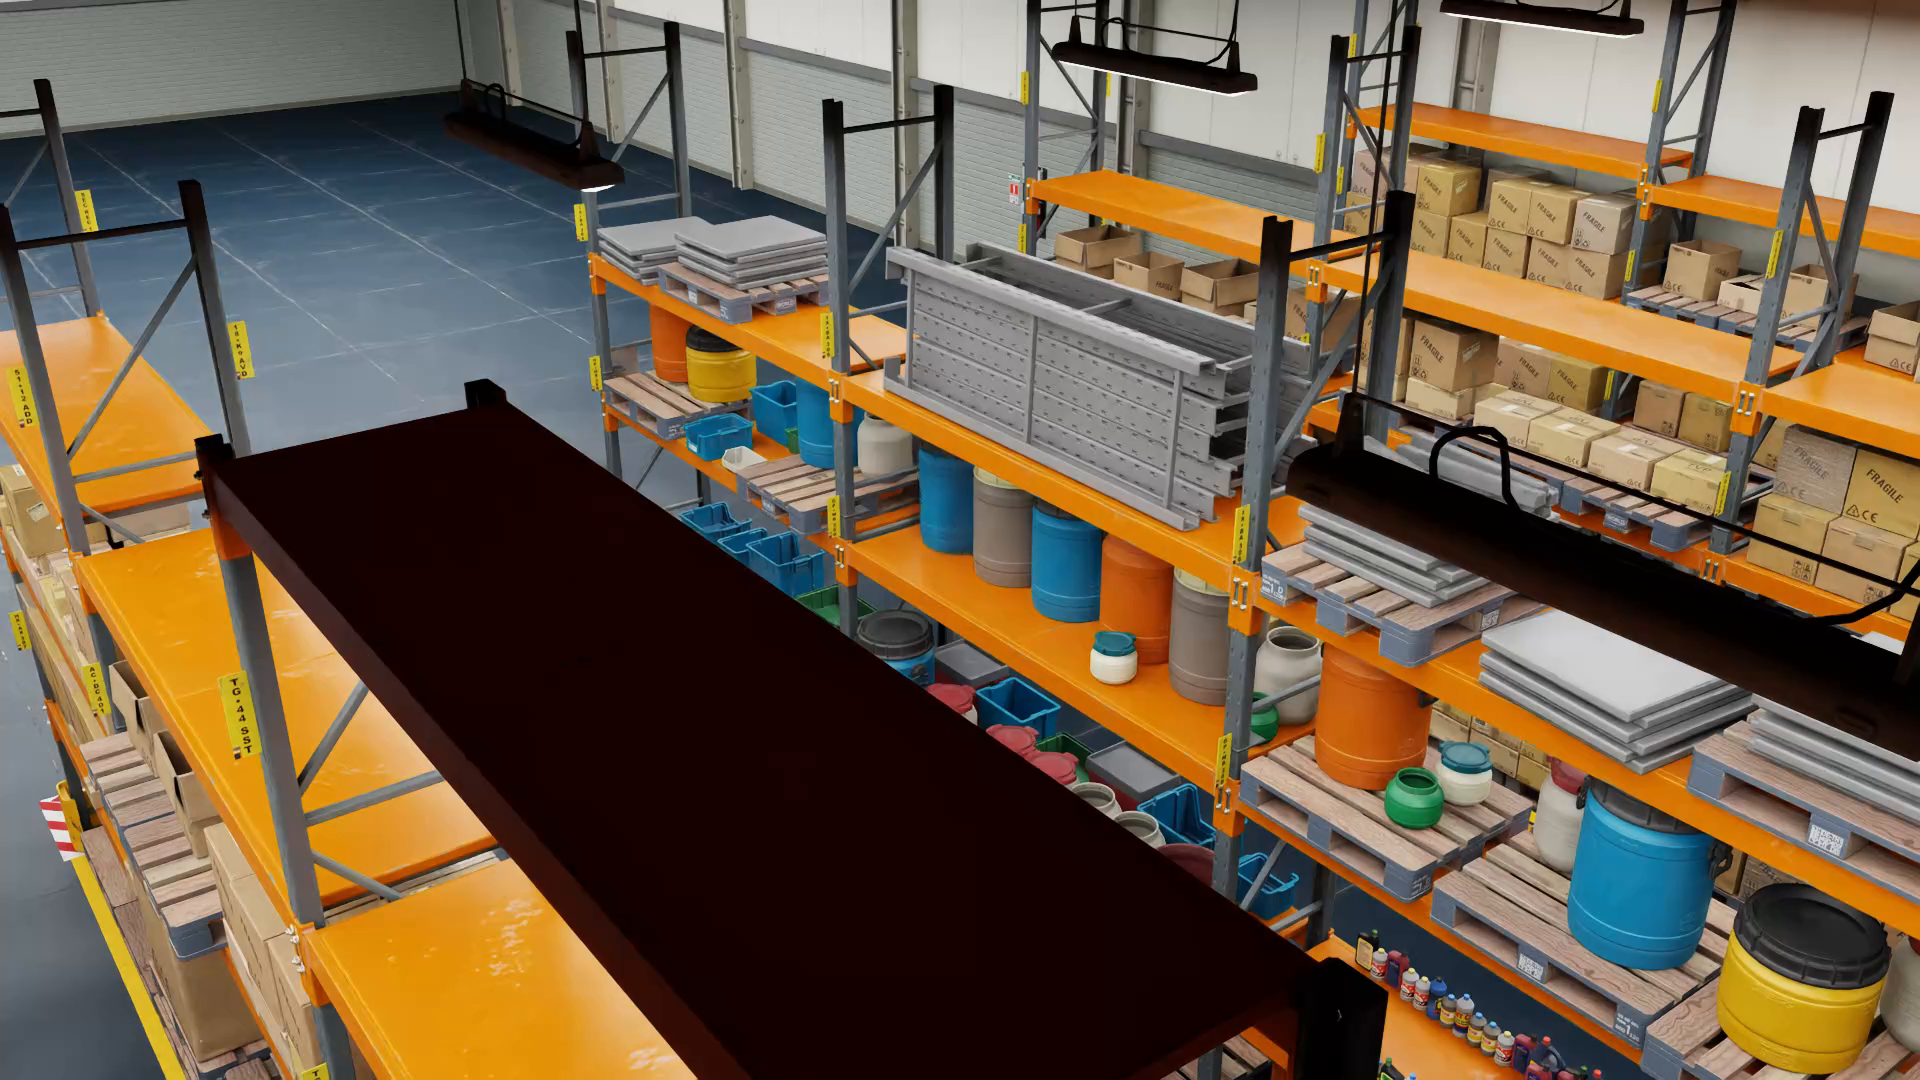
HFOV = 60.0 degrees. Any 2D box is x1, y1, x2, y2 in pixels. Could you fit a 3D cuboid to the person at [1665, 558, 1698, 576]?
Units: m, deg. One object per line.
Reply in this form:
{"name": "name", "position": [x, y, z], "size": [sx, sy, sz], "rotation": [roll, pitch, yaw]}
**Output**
{"name": "person", "position": [7.367, 0.098, 16.759], "size": [0.495, 1.672, 0.458], "rotation": [-9, 26, -19]}

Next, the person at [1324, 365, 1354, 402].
{"name": "person", "position": [4.508, -1.233, 19.539], "size": [0.593, 1.752, 0.483], "rotation": [-11, 27, -22]}
